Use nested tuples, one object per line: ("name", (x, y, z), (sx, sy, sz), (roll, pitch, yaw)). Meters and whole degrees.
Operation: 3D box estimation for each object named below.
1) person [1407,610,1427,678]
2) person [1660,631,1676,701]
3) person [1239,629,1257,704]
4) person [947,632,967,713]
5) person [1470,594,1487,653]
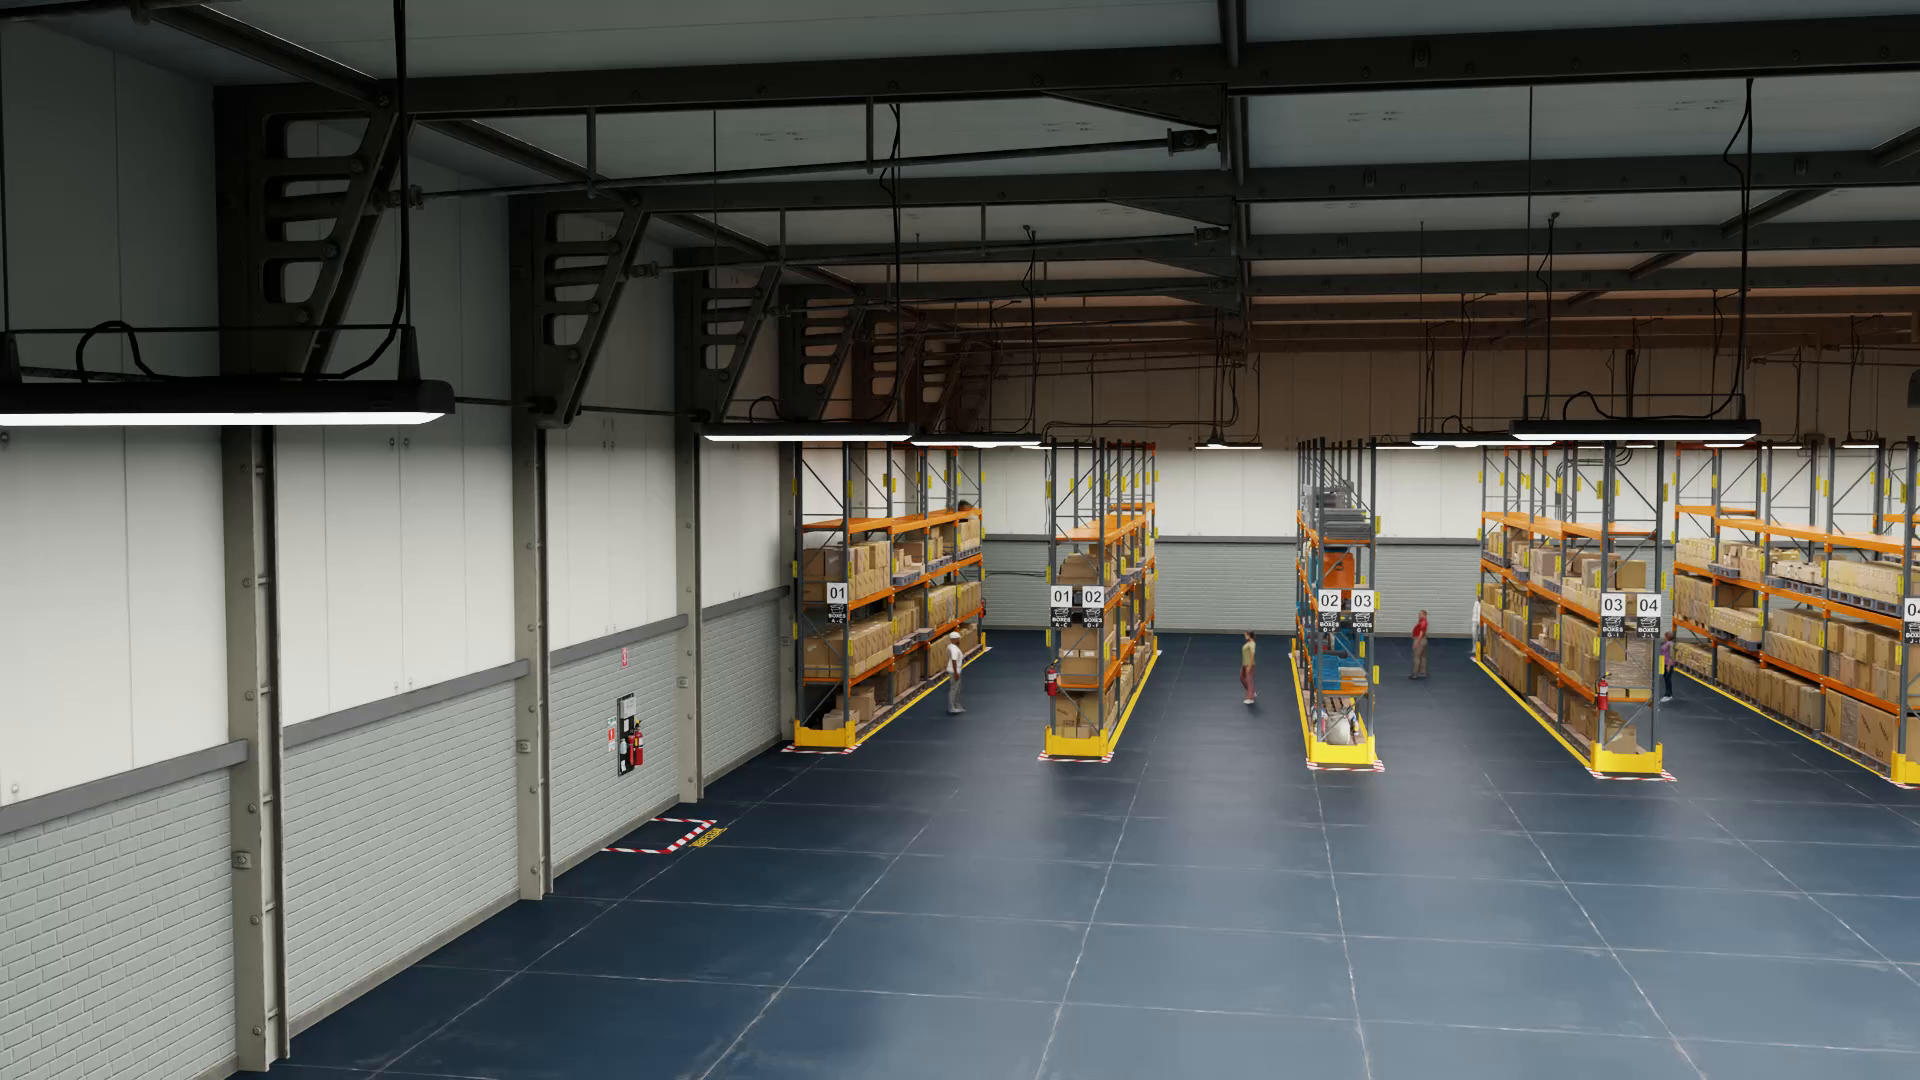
("person", (11.613, 2.635, 42.160), (0.482, 1.724, 0.611), (2, 4, 31))
("person", (16.311, 2.905, 38.372), (0.486, 1.617, 0.430), (-1, 3, -17))
("person", (6.612, 2.871, 37.969), (0.417, 1.683, 0.533), (0, 3, -8))
("person", (-0.061, 2.921, 36.553), (0.460, 1.794, 0.624), (0, 3, -4))
("person", (14.813, 2.335, 47.255), (0.546, 1.773, 0.756), (2, 4, 37))
